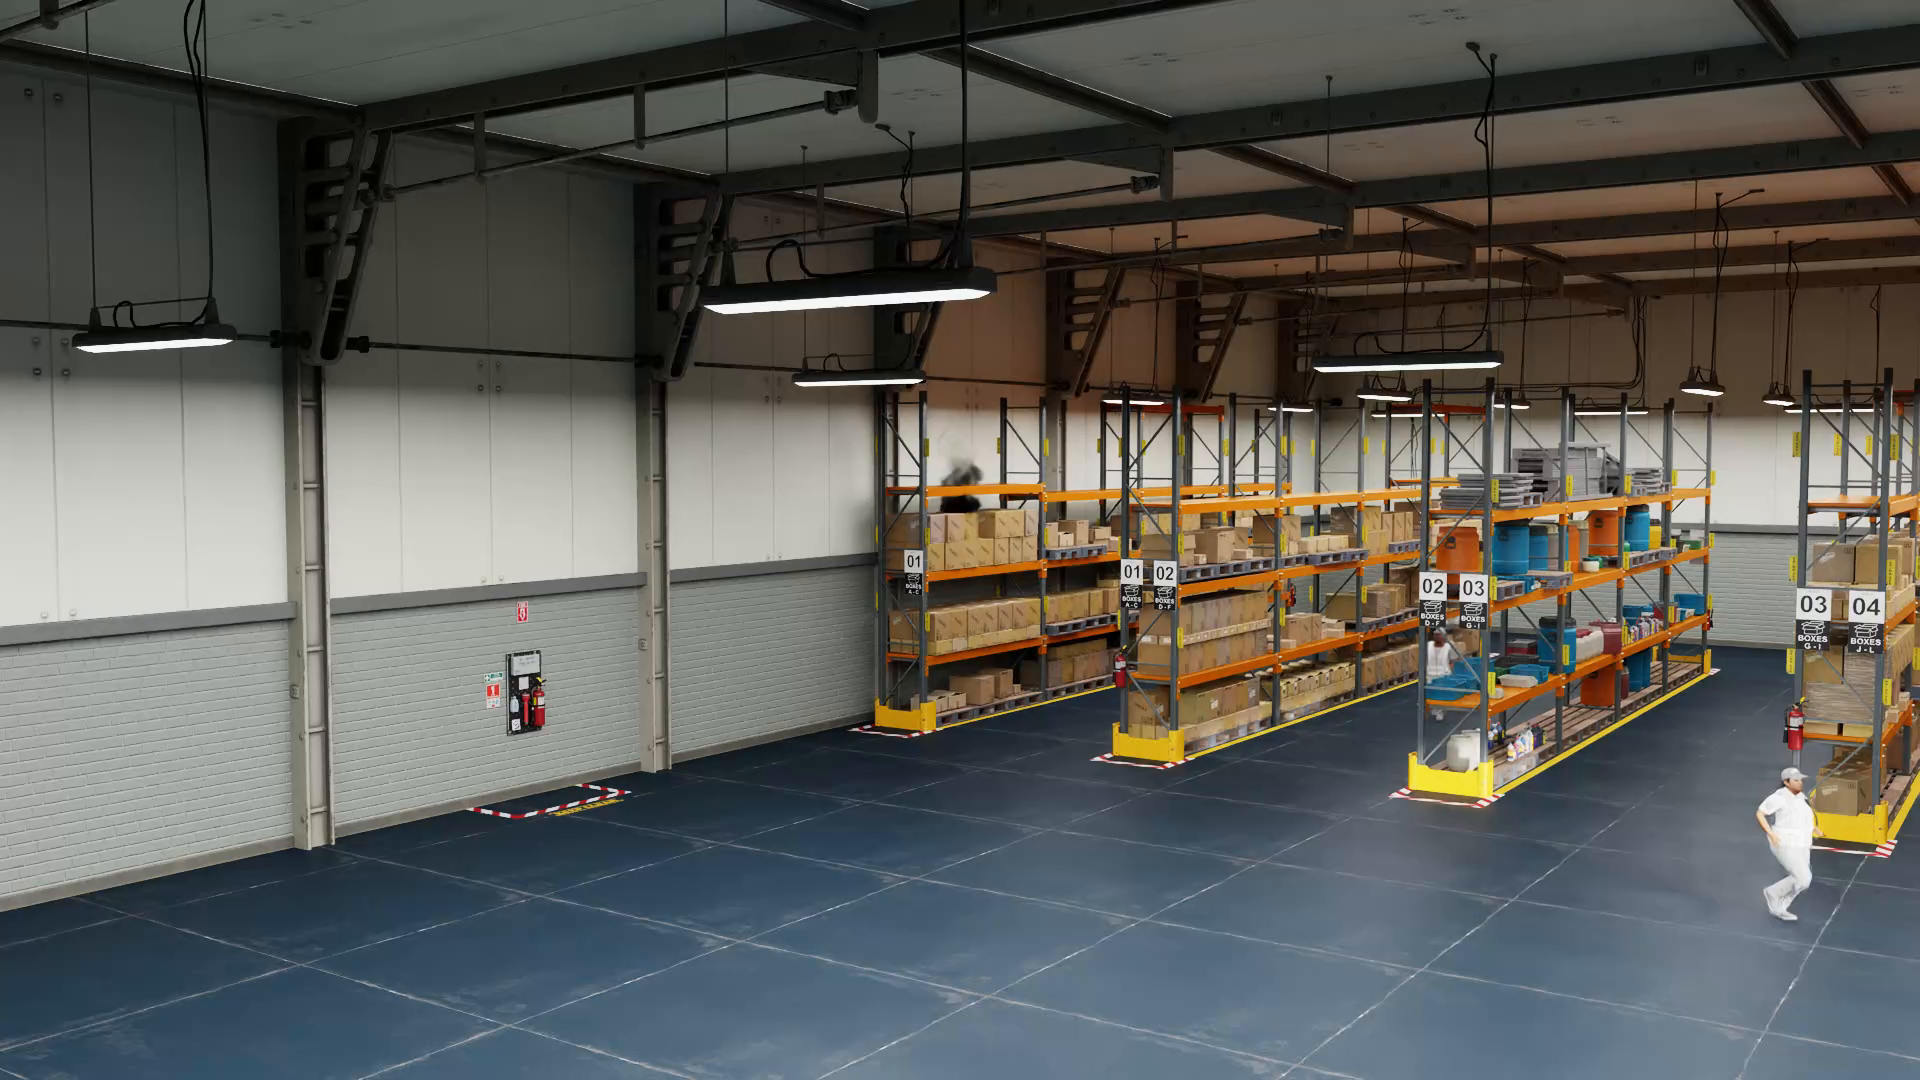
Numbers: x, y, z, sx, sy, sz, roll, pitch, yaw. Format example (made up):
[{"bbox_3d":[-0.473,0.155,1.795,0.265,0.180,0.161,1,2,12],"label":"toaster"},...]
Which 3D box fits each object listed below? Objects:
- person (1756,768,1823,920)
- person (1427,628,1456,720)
[{"bbox_3d":[8.782,3.212,17.491,0.593,1.622,0.557,-2,4,-30],"label":"person"},{"bbox_3d":[8.734,2.452,30.383,0.631,1.703,0.593,2,4,26],"label":"person"}]
